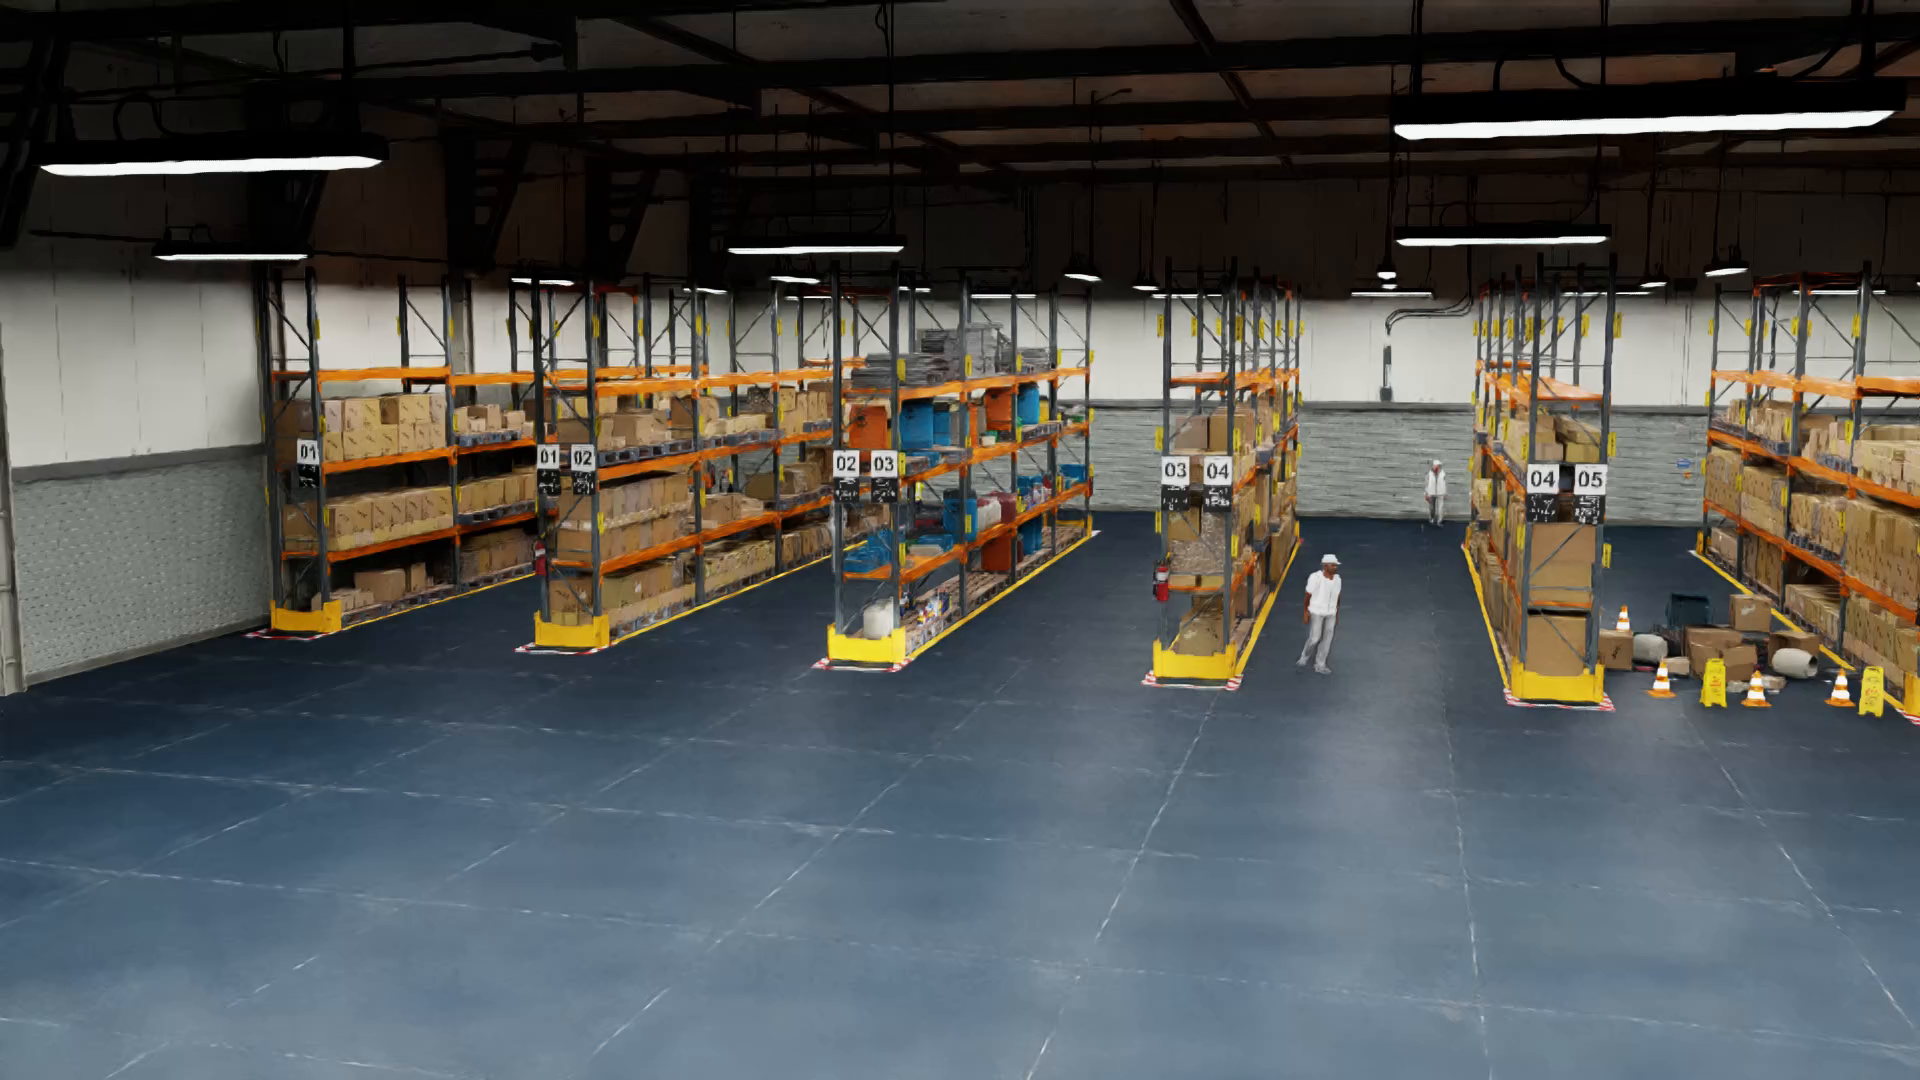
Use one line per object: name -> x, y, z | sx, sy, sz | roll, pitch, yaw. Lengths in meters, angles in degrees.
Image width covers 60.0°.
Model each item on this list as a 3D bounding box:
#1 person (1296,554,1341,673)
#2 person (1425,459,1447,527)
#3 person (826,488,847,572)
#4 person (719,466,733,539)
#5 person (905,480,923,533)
person -> 5.275, 1.060, 24.308 | 0.615, 1.757, 0.555 | -3, 8, -21
person -> 12.077, -1.207, 42.241 | 0.543, 1.700, 1.114 | 2, 8, 17
person -> -2.474, -0.219, 34.259 | 0.521, 1.763, 0.597 | -3, 8, -20
person -> -5.559, -0.916, 39.775 | 0.399, 1.723, 0.617 | 0, 7, -1
person -> -1.063, -0.940, 39.878 | 0.477, 1.766, 0.642 | 2, 8, 17
